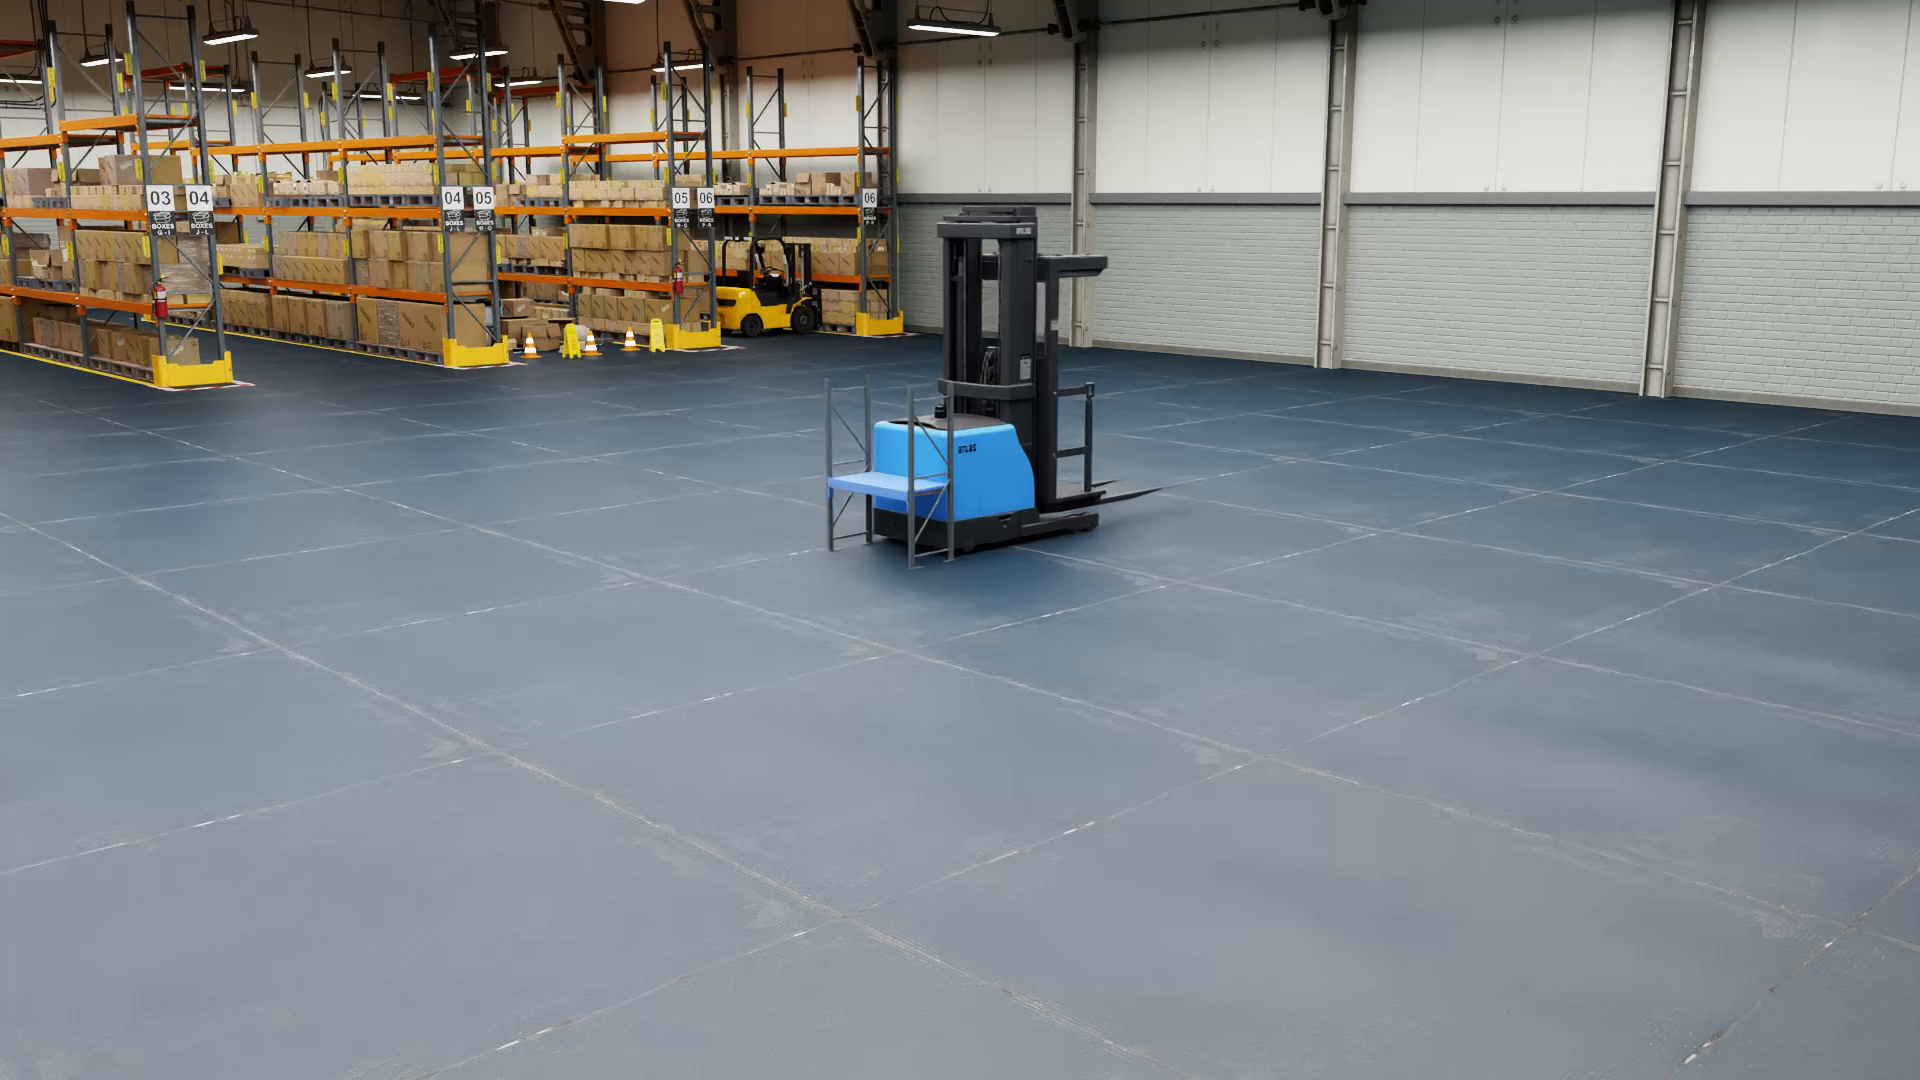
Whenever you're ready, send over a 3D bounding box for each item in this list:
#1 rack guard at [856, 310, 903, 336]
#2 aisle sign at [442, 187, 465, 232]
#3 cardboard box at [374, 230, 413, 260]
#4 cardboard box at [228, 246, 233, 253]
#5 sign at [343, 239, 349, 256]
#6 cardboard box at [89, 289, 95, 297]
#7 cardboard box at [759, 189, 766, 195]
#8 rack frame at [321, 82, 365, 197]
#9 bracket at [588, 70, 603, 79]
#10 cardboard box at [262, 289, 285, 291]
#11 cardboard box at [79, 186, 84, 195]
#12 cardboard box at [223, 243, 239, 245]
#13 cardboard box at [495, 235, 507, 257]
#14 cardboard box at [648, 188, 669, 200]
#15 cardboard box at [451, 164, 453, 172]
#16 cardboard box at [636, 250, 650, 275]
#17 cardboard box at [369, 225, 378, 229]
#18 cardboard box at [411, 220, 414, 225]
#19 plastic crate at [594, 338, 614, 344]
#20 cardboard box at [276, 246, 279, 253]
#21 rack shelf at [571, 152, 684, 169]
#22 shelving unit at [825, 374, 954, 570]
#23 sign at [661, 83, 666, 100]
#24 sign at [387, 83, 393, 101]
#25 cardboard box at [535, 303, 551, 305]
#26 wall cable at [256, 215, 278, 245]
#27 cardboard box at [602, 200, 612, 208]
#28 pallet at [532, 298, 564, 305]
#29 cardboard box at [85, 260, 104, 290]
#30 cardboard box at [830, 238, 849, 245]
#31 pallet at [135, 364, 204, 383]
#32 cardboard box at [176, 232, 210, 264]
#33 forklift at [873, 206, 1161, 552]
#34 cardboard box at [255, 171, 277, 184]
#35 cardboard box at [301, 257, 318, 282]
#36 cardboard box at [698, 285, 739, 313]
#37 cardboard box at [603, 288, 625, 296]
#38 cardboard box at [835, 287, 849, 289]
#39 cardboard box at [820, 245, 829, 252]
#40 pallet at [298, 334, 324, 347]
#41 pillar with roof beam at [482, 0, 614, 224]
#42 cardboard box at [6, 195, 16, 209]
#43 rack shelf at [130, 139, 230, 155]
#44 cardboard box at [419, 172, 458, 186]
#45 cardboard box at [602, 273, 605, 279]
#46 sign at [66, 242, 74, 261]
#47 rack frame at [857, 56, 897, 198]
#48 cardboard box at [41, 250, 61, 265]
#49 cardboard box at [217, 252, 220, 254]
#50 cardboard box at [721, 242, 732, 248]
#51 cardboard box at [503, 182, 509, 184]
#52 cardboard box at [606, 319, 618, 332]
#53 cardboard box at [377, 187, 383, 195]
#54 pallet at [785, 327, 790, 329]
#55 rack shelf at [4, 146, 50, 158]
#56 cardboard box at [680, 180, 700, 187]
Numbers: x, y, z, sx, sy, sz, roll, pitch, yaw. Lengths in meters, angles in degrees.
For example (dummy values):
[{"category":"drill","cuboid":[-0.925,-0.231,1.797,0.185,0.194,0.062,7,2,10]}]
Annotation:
[{"category":"rack guard","cuboid":[-1.800,-4.879,37.353,1.175,0.500,0.348,-11,16,-43]},{"category":"aisle sign","cuboid":[-9.082,-5.931,29.823,0.394,0.787,0.004,-11,16,-43]},{"category":"cardboard box","cuboid":[-10.709,-5.675,31.976,0.875,0.550,0.550,-11,16,-43]},{"category":"cardboard box","cuboid":[-16.000,-6.448,36.883,0.380,0.149,0.250,-10,15,-40]},{"category":"sign","cuboid":[-12.062,-5.745,32.689,0.100,0.325,0.005,-11,16,-43]},{"category":"cardboard box","cuboid":[-15.047,-4.350,29.214,0.380,0.149,0.250,-11,16,-43]},{"category":"cardboard box","cuboid":[-4.489,-8.183,39.098,0.380,0.149,0.250,-10,16,-41]},{"category":"rack frame","cuboid":[-16.453,-10.688,44.486,1.000,3.000,0.127,-11,16,-43]},{"category":"bracket","cuboid":[-9.903,-12.676,45.218,0.235,0.232,0.430,-11,16,-43]},{"category":"cardboard box","cuboid":[-15.423,-5.508,37.510,0.500,0.250,0.500,-11,16,-42]},{"category":"cardboard box","cuboid":[-15.099,-6.088,28.979,0.250,0.149,0.380,11,16,42]},{"category":"cardboard box","cuboid":[-17.361,-6.763,39.320,0.500,0.500,0.500,-11,16,-44]},{"category":"cardboard box","cuboid":[-10.420,-6.809,38.503,0.500,0.500,0.500,-10,15,-40]},{"category":"cardboard box","cuboid":[-5.952,-6.993,33.620,0.500,0.250,0.500,-11,16,-43]},{"category":"cardboard box","cuboid":[-9.264,-6.868,30.739,0.380,0.149,0.250,-11,16,-43]},{"category":"cardboard box","cuboid":[-6.320,-5.724,34.274,0.500,0.500,0.500,-11,16,-42]},{"category":"cardboard box","cuboid":[-14.919,-7.883,43.014,0.500,0.500,0.500,-11,16,-42]},{"category":"cardboard box","cuboid":[-13.910,-8.139,42.652,0.380,0.149,0.250,-11,16,-42]},{"category":"plastic crate","cuboid":[-7.675,-4.225,35.219,0.583,0.080,0.402,6,13,26]},{"category":"cardboard box","cuboid":[-14.805,-6.385,36.575,0.250,0.149,0.380,11,16,44]},{"category":"rack shelf","cuboid":[-8.722,-9.956,43.709,1.077,0.370,4.000,-11,16,-43]},{"category":"shelving unit","cuboid":[-0.602,-0.596,14.090,1.048,1.500,0.538,11,16,43]},{"category":"sign","cuboid":[-5.819,-8.813,32.681,0.100,0.325,0.005,-11,16,-43]},{"category":"sign","cuboid":[-11.258,-8.841,32.814,0.100,0.325,0.005,-11,16,-43]},{"category":"cardboard box","cuboid":[-10.030,-5.310,38.723,0.950,0.372,0.625,-11,16,-44]},{"category":"wall cable","cuboid":[-20.364,-9.082,48.964,0.585,1.953,0.123,-11,16,-43]},{"category":"cardboard box","cuboid":[-7.301,-7.064,34.955,0.380,0.149,0.250,-11,16,-44]},{"category":"pallet","cuboid":[-11.424,-6.770,47.251,1.003,0.211,1.213,-11,16,-43]},{"category":"cardboard box","cuboid":[-14.748,-4.660,29.110,0.875,0.500,0.500,-11,16,-43]},{"category":"cardboard box","cuboid":[-2.727,-6.755,37.671,0.380,0.149,0.250,-11,16,-42]},{"category":"pallet","cuboid":[-13.159,-2.802,27.989,1.003,0.211,1.213,-11,16,-43]},{"category":"cardboard box","cuboid":[-12.754,-4.836,27.488,0.500,0.500,0.500,-11,16,-43]},{"category":"forklift","cuboid":[0.642,-1.562,15.229,3.031,2.935,1.130,-11,16,-42]},{"category":"cardboard box","cuboid":[-14.906,-7.793,35.726,0.396,0.266,0.258,-11,16,-43]},{"category":"cardboard box","cuboid":[-13.280,-5.603,34.424,0.500,0.500,0.500,-11,16,-43]},{"category":"cardboard box","cuboid":[-5.998,-6.031,41.596,0.625,0.625,0.875,11,16,43]},{"category":"cardboard box","cuboid":[-7.367,-5.278,35.404,0.380,0.149,0.250,-10,15,-39]},{"category":"cardboard box","cuboid":[-2.697,-5.699,38.433,0.500,0.250,0.500,-11,16,-43]},{"category":"cardboard box","cuboid":[-2.973,-6.634,37.825,0.250,0.149,0.380,11,16,43]},{"category":"pallet","cuboid":[-13.111,-4.208,34.813,1.003,0.211,1.213,-11,16,-43]},{"category":"pillar with roof beam","cuboid":[-13.046,-10.423,43.204,9.100,9.000,0.548,-11,16,-43]},{"category":"cardboard box","cuboid":[-17.955,-6.493,31.929,0.500,0.250,0.500,-11,16,-42]},{"category":"rack shelf","cuboid":[-18.582,-9.337,39.723,1.077,0.370,4.000,-11,16,-43]},{"category":"cardboard box","cuboid":[-9.454,-6.538,30.126,0.500,0.250,0.500,-11,16,-42]},{"category":"cardboard box","cuboid":[-7.411,-5.645,35.499,0.380,0.149,0.250,-11,16,-43]},{"category":"sign","cuboid":[-15.733,-5.106,29.394,0.100,0.325,0.005,-11,16,-43]},{"category":"rack frame","cuboid":[-1.816,-9.045,36.512,1.000,3.000,0.127,-11,16,-43]},{"category":"cardboard box","cuboid":[-17.236,-5.315,31.986,0.700,0.500,0.500,-8,14,-34]},{"category":"cardboard box","cuboid":[-16.535,-6.416,37.463,0.380,0.149,0.250,-10,15,-40]},{"category":"cardboard box","cuboid":[-5.575,-7.174,40.444,0.250,0.149,0.380,11,16,43]},{"category":"cardboard box","cuboid":[-12.741,-10.128,47.599,0.500,0.250,0.500,-11,16,-43]},{"category":"cardboard box","cuboid":[-7.209,-4.580,35.481,0.500,0.250,0.500,-11,16,-43]},{"category":"cardboard box","cuboid":[-10.790,-6.608,31.453,0.380,0.149,0.250,-11,16,-43]},{"category":"pallet","cuboid":[-4.060,-5.203,39.641,1.003,0.211,1.213,-11,16,-43]},{"category":"rack shelf","cuboid":[-19.477,-7.883,33.646,1.077,0.370,4.000,-11,16,-43]},{"category":"cardboard box","cuboid":[-5.502,-7.231,33.790,0.380,0.149,0.250,-11,16,-43]}]
